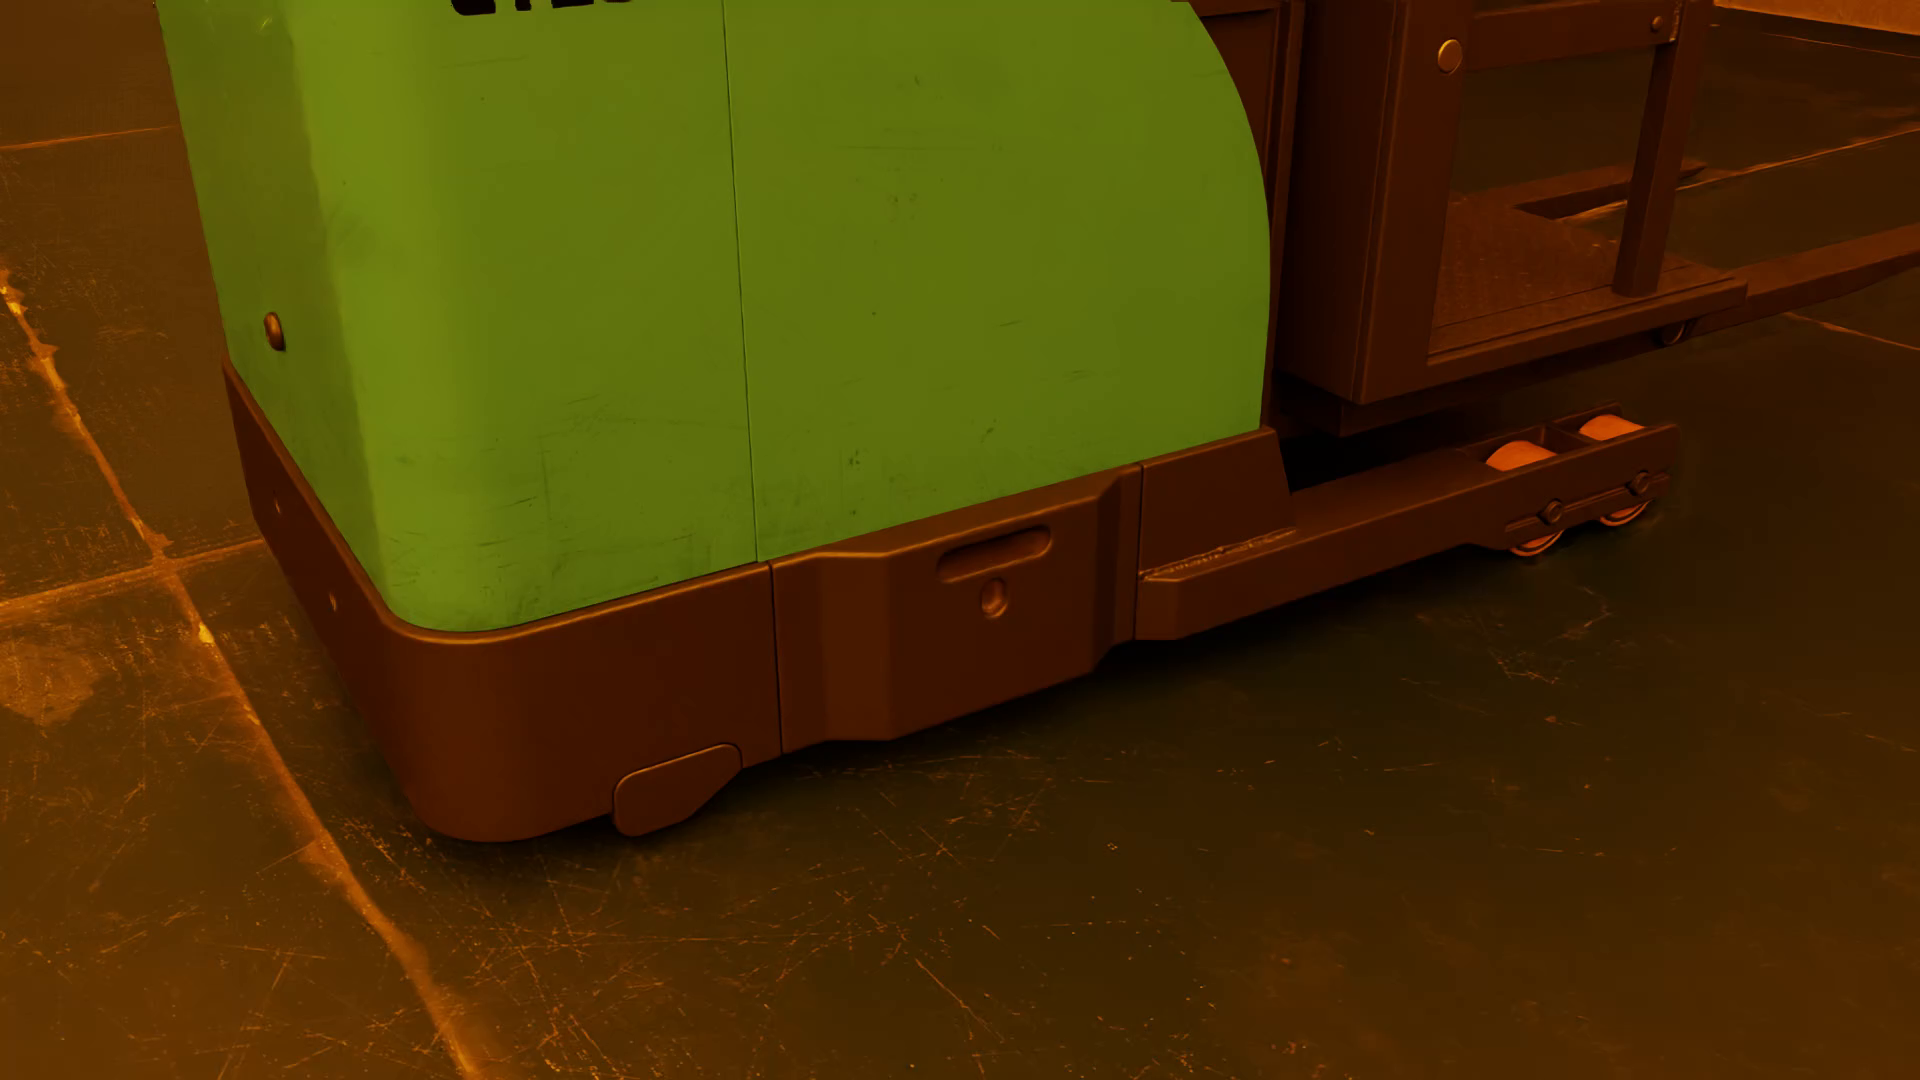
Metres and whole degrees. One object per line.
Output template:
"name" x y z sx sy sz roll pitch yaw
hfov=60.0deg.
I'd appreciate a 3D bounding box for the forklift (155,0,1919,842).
"forklift" 0.492 -1.472 2.165 3.031 2.935 1.130 -15 31 -28
